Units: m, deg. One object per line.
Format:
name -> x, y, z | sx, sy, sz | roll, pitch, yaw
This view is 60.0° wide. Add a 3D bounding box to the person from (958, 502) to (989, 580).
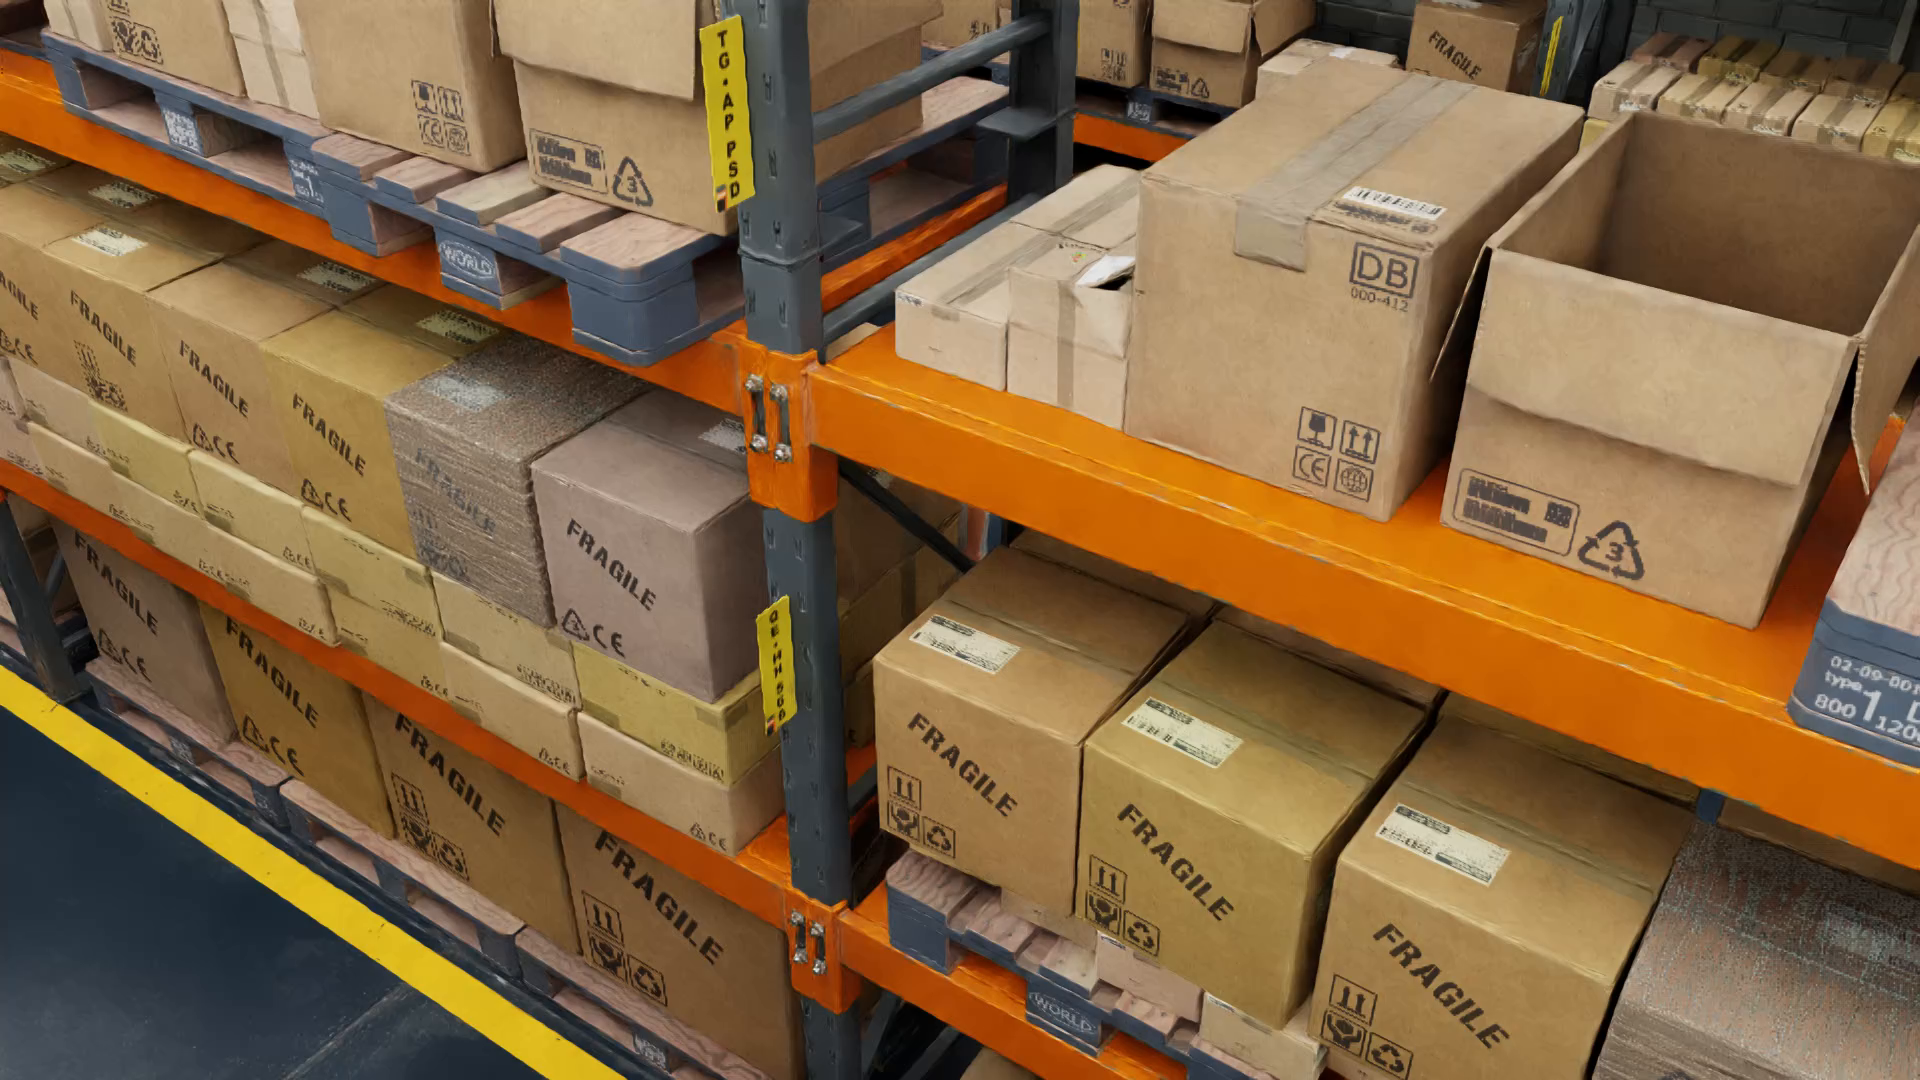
person -> -0.094, -0.050, 6.182 | 0.482, 1.673, 0.471 | -15, 38, -21
